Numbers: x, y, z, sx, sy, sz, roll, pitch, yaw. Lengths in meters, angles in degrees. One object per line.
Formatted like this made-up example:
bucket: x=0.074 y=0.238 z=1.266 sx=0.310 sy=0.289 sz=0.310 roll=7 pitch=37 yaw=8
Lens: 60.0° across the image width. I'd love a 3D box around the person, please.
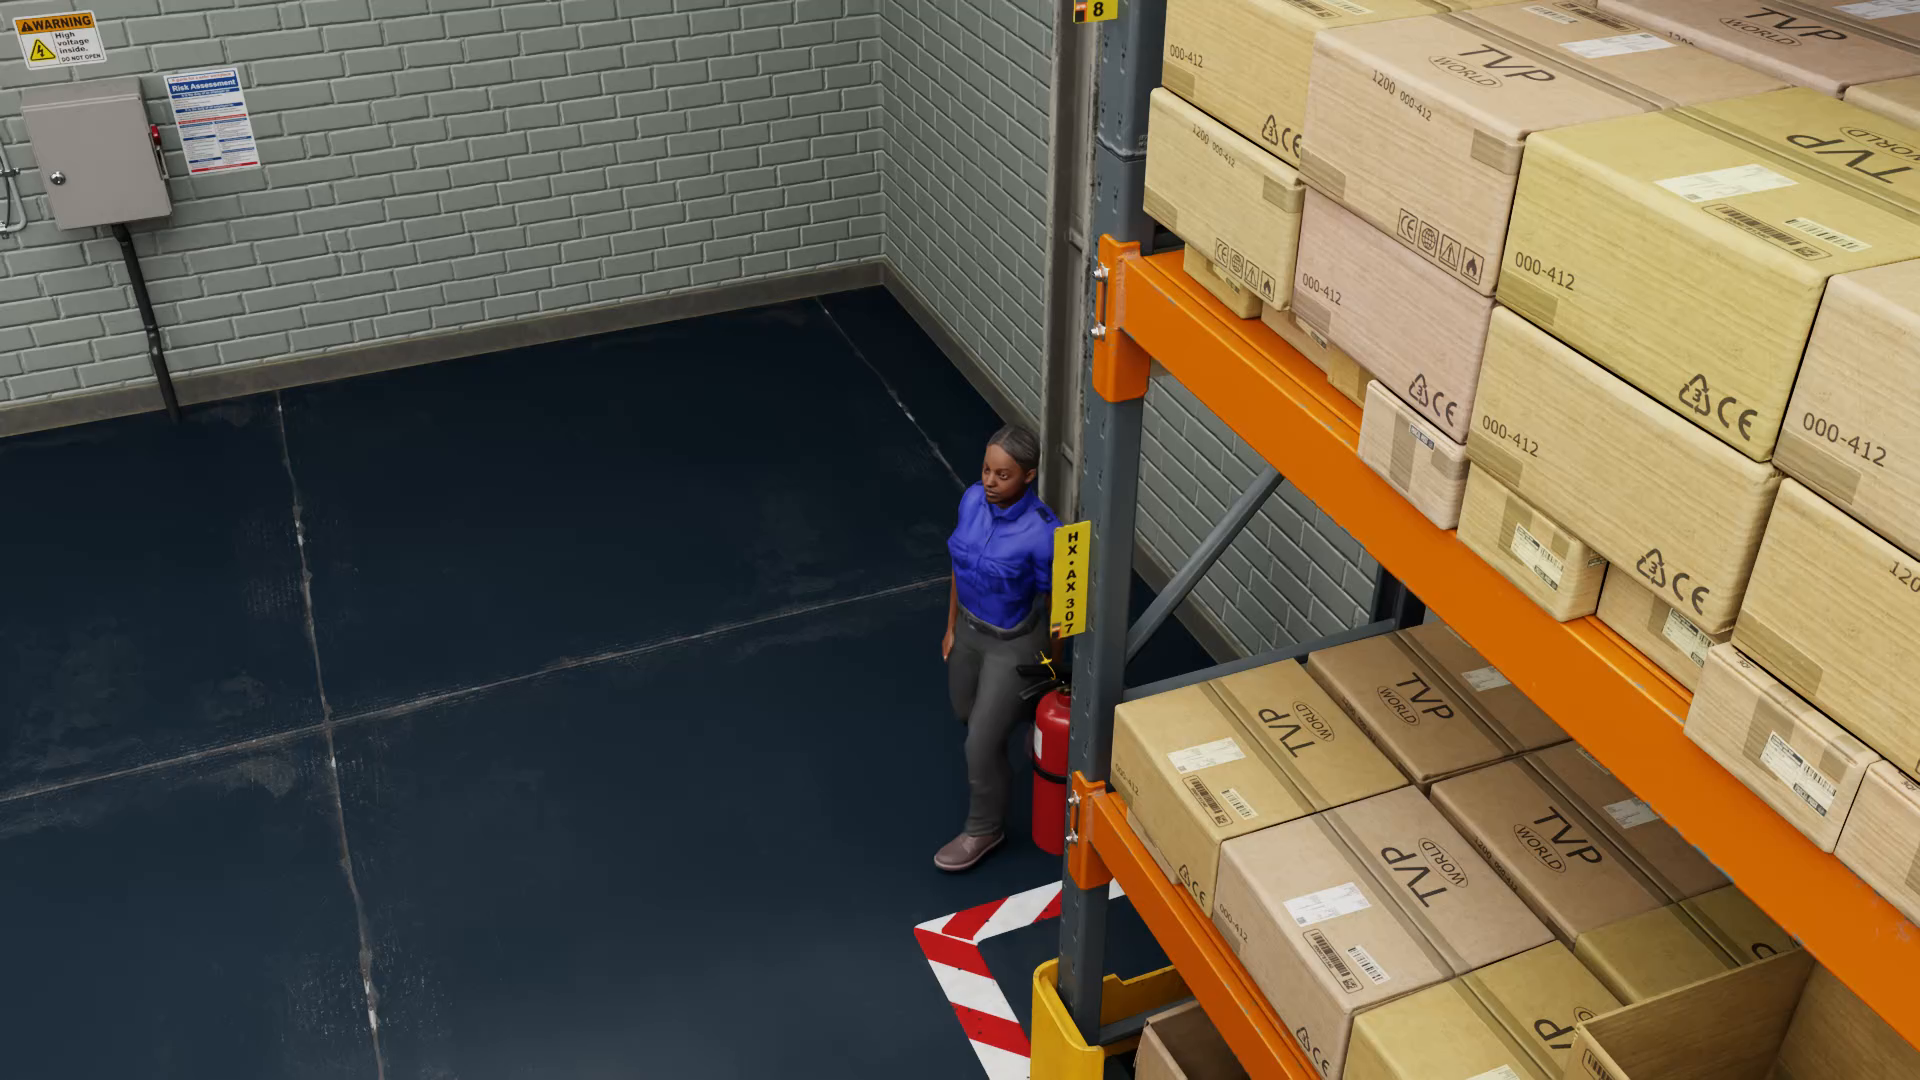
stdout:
person: x=0.178 y=0.319 z=5.650 sx=0.785 sy=1.626 sz=0.431 roll=-25 pitch=41 yaw=-33
